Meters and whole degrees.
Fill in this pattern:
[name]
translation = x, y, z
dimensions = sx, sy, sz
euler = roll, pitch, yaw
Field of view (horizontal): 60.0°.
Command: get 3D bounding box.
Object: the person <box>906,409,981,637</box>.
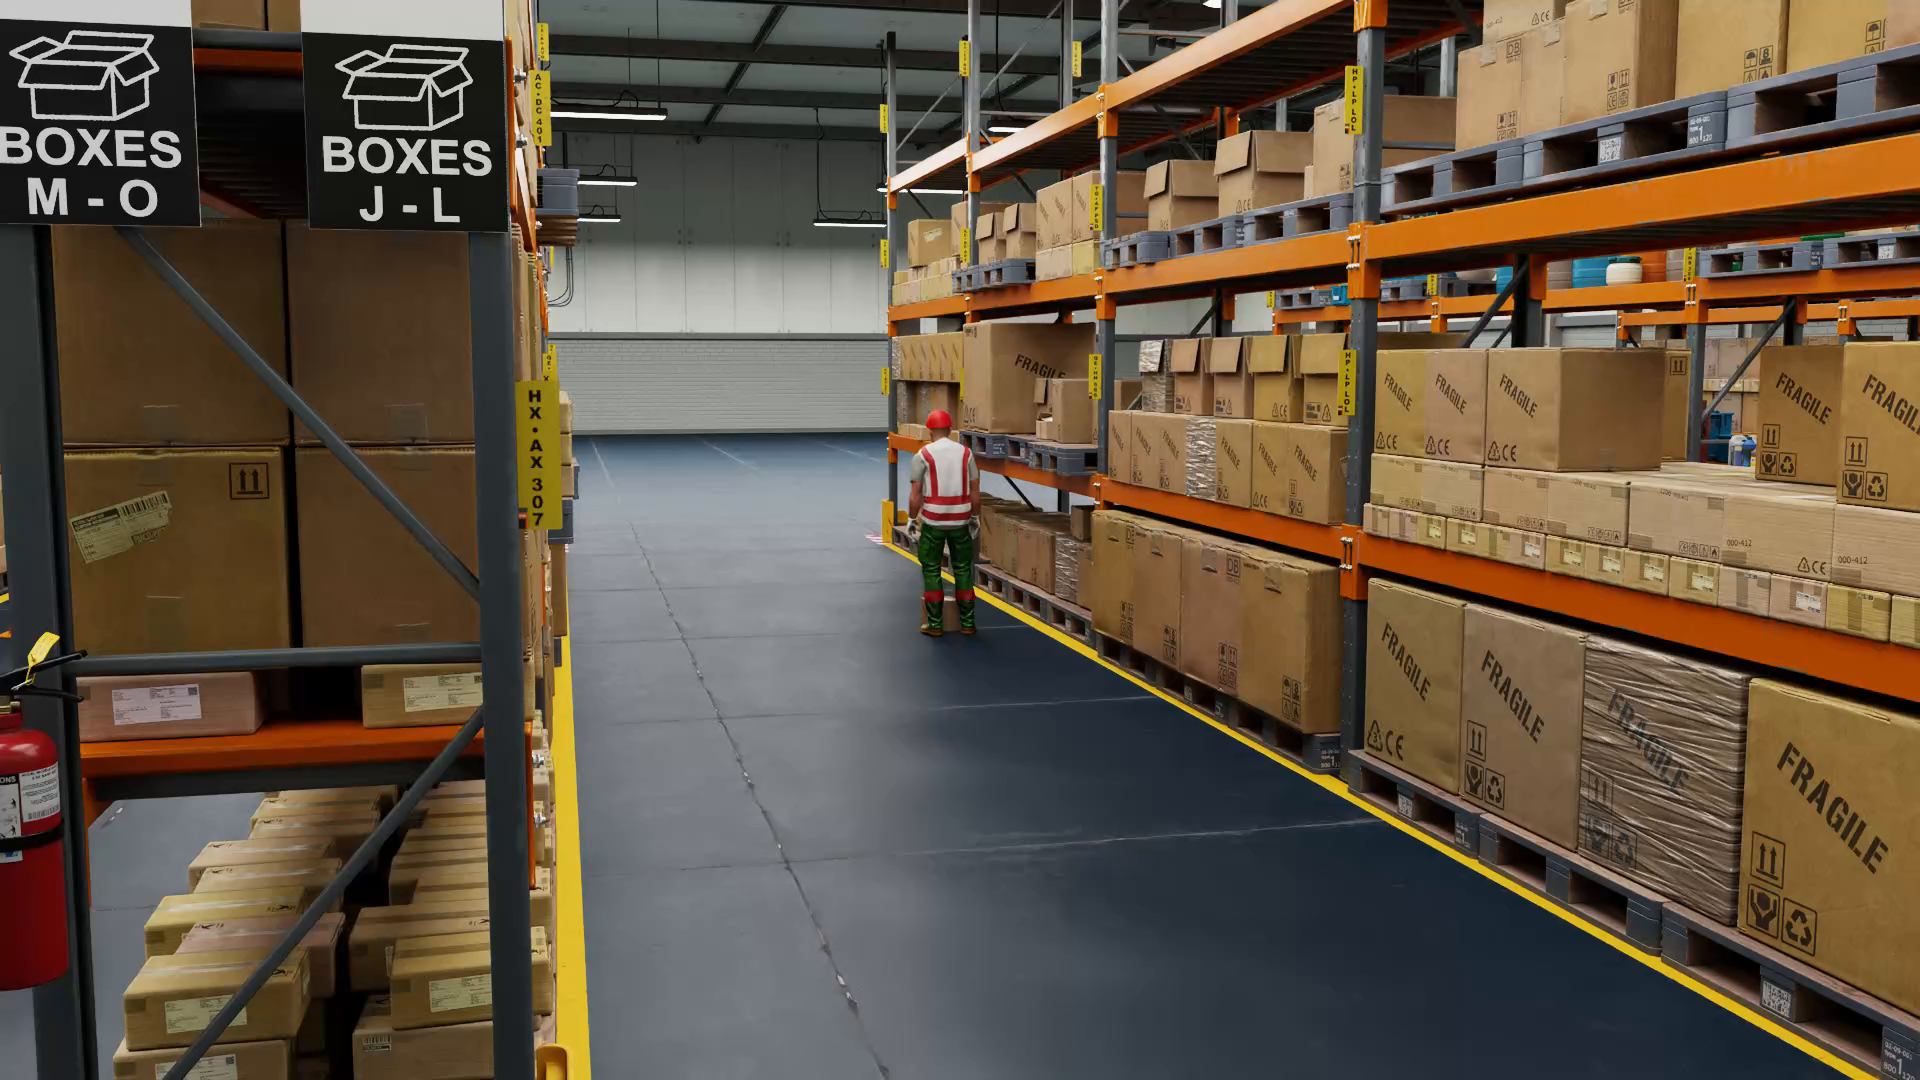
[person]
translation = -0.128, -0.138, 13.121
dimensions = 0.620, 1.780, 0.446
euler = -2, 6, -17
